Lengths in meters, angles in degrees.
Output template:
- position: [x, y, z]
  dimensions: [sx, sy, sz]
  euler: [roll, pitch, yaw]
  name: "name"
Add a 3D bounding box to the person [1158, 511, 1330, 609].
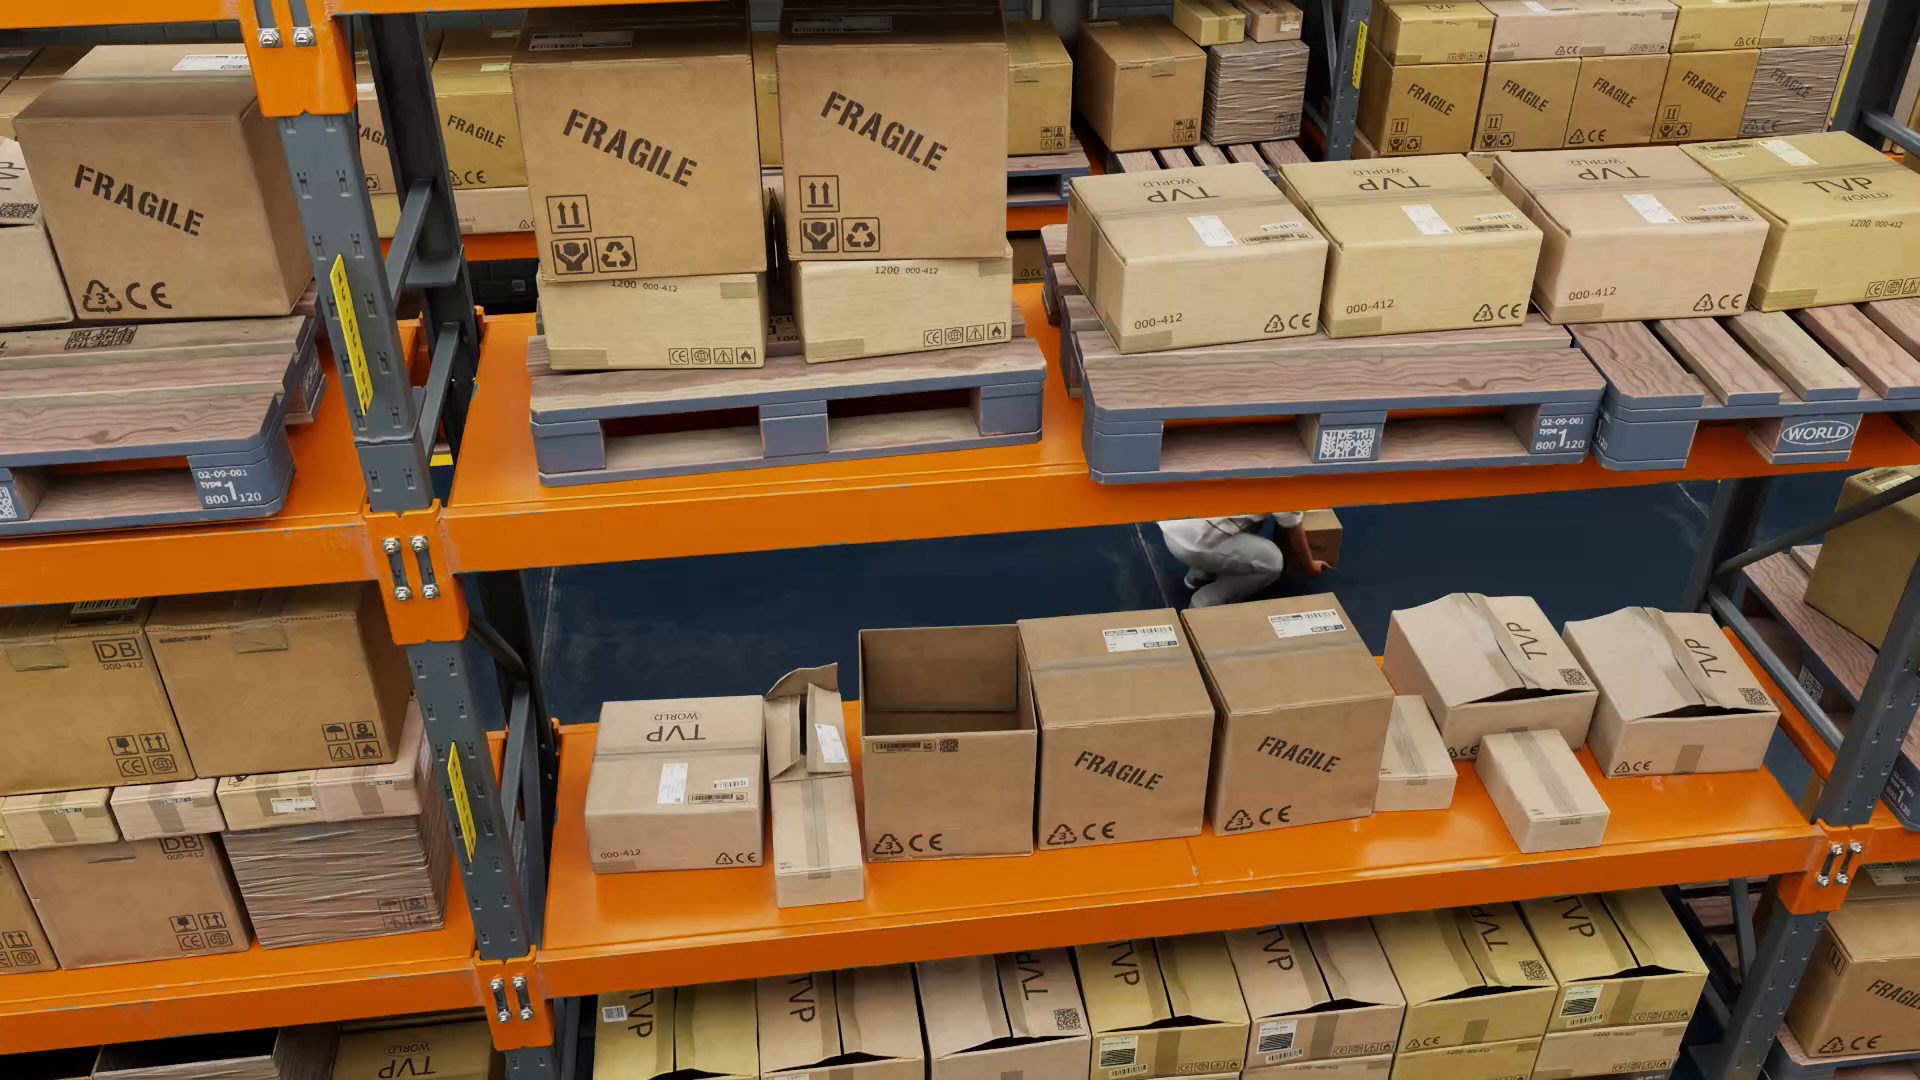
- position: [1.342, -0.102, 7.920]
  dimensions: [0.861, 0.955, 0.497]
  euler: [-5, 35, -7]
  name: "person"
